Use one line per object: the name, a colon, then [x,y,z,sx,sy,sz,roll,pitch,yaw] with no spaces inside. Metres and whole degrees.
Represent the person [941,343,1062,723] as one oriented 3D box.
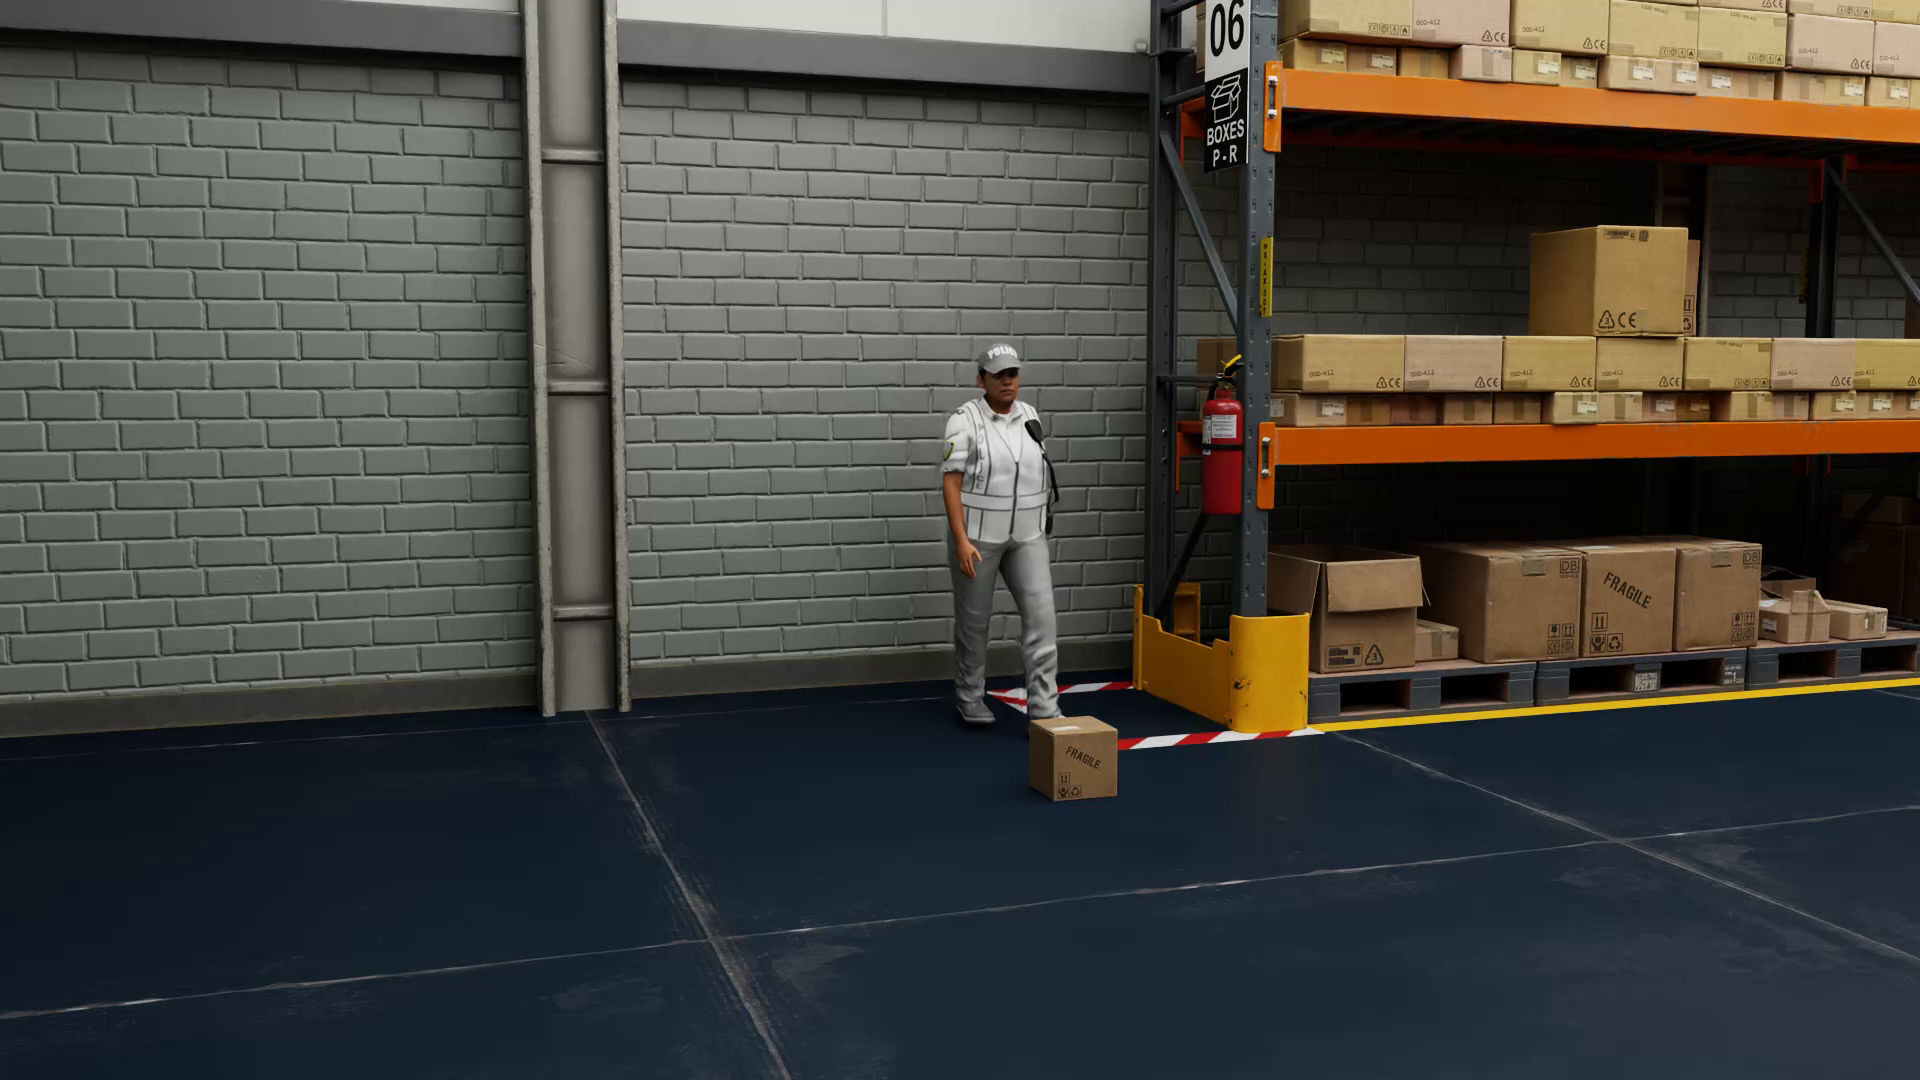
person: [0.166,0.001,6.954,0.496,1.636,0.808,-2,6,-18]
